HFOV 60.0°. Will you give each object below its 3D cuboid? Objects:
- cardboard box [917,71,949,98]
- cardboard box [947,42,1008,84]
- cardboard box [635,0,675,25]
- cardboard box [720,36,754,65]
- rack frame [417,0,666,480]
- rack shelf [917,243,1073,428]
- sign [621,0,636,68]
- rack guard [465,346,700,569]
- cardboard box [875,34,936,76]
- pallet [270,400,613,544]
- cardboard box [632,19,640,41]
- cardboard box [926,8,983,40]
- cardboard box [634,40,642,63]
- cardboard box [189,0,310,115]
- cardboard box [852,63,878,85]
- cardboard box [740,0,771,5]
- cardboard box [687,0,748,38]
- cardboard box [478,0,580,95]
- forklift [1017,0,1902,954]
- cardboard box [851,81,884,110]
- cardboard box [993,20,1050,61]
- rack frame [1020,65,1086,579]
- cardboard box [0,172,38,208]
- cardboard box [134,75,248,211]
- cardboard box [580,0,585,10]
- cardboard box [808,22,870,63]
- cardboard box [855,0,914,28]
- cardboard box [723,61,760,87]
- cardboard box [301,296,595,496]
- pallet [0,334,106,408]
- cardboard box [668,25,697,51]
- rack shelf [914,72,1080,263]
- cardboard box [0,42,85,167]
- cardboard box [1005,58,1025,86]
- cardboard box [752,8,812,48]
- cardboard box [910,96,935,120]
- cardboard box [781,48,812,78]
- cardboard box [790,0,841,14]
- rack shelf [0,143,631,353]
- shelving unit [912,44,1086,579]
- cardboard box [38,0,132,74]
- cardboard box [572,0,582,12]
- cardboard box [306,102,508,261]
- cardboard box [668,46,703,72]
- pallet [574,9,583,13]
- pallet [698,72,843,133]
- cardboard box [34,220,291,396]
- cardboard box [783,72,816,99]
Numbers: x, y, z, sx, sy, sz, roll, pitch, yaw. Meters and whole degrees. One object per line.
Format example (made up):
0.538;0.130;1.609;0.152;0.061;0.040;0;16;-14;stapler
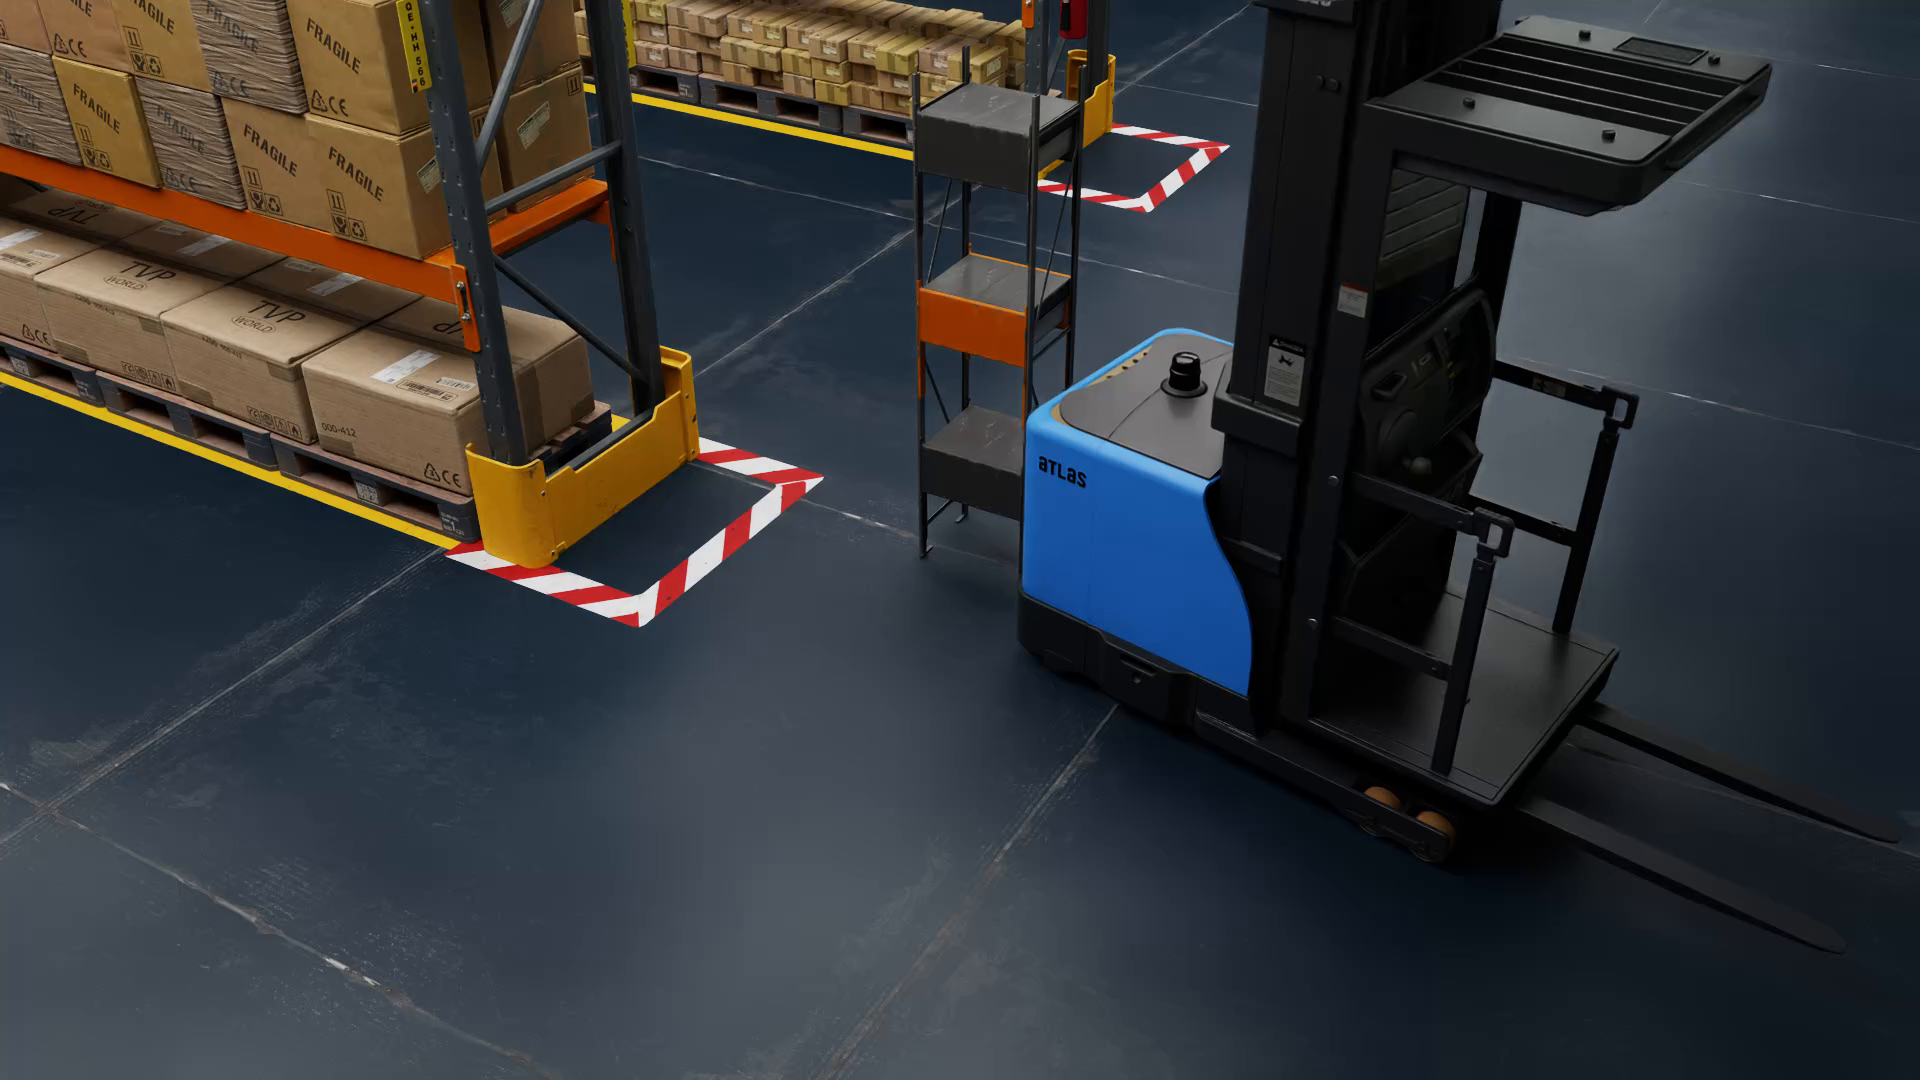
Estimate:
-0.097;-3.074;11.084;0.250;0.149;0.380;17;37;23;cardboard box
0.118;-3.115;10.879;0.250;0.149;0.380;18;38;25;cardboard box
-2.120;-3.847;11.978;0.250;0.149;0.380;17;37;24;cardboard box
-1.472;-3.476;11.688;0.250;0.149;0.380;17;37;24;cardboard box
-1.665;-1.446;6.715;0.127;3.000;1.000;18;37;24;rack frame
0.144;-0.817;6.607;0.480;0.518;0.431;18;37;24;rack shelf
-1.385;-2.105;6.852;0.005;0.325;0.100;18;37;24;sign
-1.644;-0.399;7.398;0.348;0.500;1.175;18;37;24;rack guard
-0.360;-3.222;11.039;0.250;0.149;0.380;17;37;23;cardboard box
-2.398;-0.468;7.762;1.213;0.211;1.003;18;37;24;pallet
-2.350;-3.788;12.157;0.250;0.149;0.380;18;38;25;cardboard box
-0.037;-3.548;11.529;0.250;0.149;0.380;17;37;24;cardboard box
-2.382;-3.616;12.167;0.250;0.149;0.380;19;38;26;cardboard box
-2.670;-2.051;6.632;0.500;0.500;0.500;18;38;25;cardboard box
-0.531;-3.241;11.336;0.250;0.149;0.380;17;37;24;cardboard box
-1.403;-3.964;12.153;0.250;0.149;0.380;16;37;22;cardboard box
-1.701;-3.677;11.722;0.250;0.149;0.380;18;38;25;cardboard box
-1.941;-2.173;6.815;0.500;0.500;0.500;17;37;23;cardboard box
1.685;-0.468;5.308;3.031;2.935;1.130;24;41;32;forklift
-0.538;-3.086;11.372;0.250;0.149;0.380;18;38;25;cardboard box
0.417;-3.399;11.305;0.250;0.149;0.380;16;37;22;cardboard box
0.356;-0.761;6.499;0.015;2.100;0.400;18;37;24;rack frame
-5.716;-1.969;9.038;0.875;0.875;0.875;19;38;26;cardboard box
-3.095;-1.775;7.119;0.500;0.500;0.500;19;38;26;cardboard box
-2.573;-3.997;12.203;0.250;0.149;0.380;19;38;26;cardboard box
-0.814;-3.371;11.262;0.250;0.149;0.380;19;38;26;cardboard box
-0.530;-3.657;11.692;0.250;0.149;0.380;19;38;26;cardboard box
-1.466;-3.352;11.771;0.250;0.149;0.380;17;37;23;cardboard box
-2.288;-0.688;7.509;0.875;0.438;0.875;16;37;23;cardboard box
-4.517;-1.139;8.770;1.213;0.211;1.003;18;37;24;pallet
-1.887;-3.663;11.969;0.250;0.149;0.380;16;37;22;cardboard box
0.144;-1.400;6.219;0.480;0.518;0.431;18;37;24;rack shelf
-3.997;-2.052;7.536;0.500;0.500;0.500;18;38;25;cardboard box
0.376;-3.236;11.327;0.250;0.149;0.380;19;38;26;cardboard box
-1.229;-3.555;11.539;0.250;0.149;0.380;18;38;25;cardboard box
-0.131;-2.910;11.108;0.250;0.149;0.380;19;38;26;cardboard box
-1.018;-3.333;11.474;0.250;0.149;0.380;20;38;27;cardboard box
-1.001;-3.775;11.869;0.250;0.149;0.380;18;38;25;cardboard box
-3.402;-1.697;7.741;4.000;0.370;1.077;18;37;24;rack shelf
0.144;-0.828;6.600;0.503;2.100;0.431;18;37;24;shelving unit
-3.534;-2.328;7.048;0.500;0.500;0.500;17;37;24;cardboard box
-3.280;-4.421;13.059;0.500;0.500;0.500;19;38;26;cardboard box
-2.215;-1.493;6.696;0.500;0.500;0.500;18;38;25;cardboard box
-1.895;-3.527;12.034;0.250;0.149;0.380;17;37;23;cardboard box
-3.446;-4.009;13.080;1.213;0.211;1.003;18;37;24;pallet
-1.106;-3.293;12.004;1.213;0.211;1.003;18;37;24;pallet
-3.869;-1.184;8.255;0.875;0.438;0.875;16;37;23;cardboard box
-1.018;-3.211;11.559;0.250;0.149;0.380;18;38;25;cardboard box
